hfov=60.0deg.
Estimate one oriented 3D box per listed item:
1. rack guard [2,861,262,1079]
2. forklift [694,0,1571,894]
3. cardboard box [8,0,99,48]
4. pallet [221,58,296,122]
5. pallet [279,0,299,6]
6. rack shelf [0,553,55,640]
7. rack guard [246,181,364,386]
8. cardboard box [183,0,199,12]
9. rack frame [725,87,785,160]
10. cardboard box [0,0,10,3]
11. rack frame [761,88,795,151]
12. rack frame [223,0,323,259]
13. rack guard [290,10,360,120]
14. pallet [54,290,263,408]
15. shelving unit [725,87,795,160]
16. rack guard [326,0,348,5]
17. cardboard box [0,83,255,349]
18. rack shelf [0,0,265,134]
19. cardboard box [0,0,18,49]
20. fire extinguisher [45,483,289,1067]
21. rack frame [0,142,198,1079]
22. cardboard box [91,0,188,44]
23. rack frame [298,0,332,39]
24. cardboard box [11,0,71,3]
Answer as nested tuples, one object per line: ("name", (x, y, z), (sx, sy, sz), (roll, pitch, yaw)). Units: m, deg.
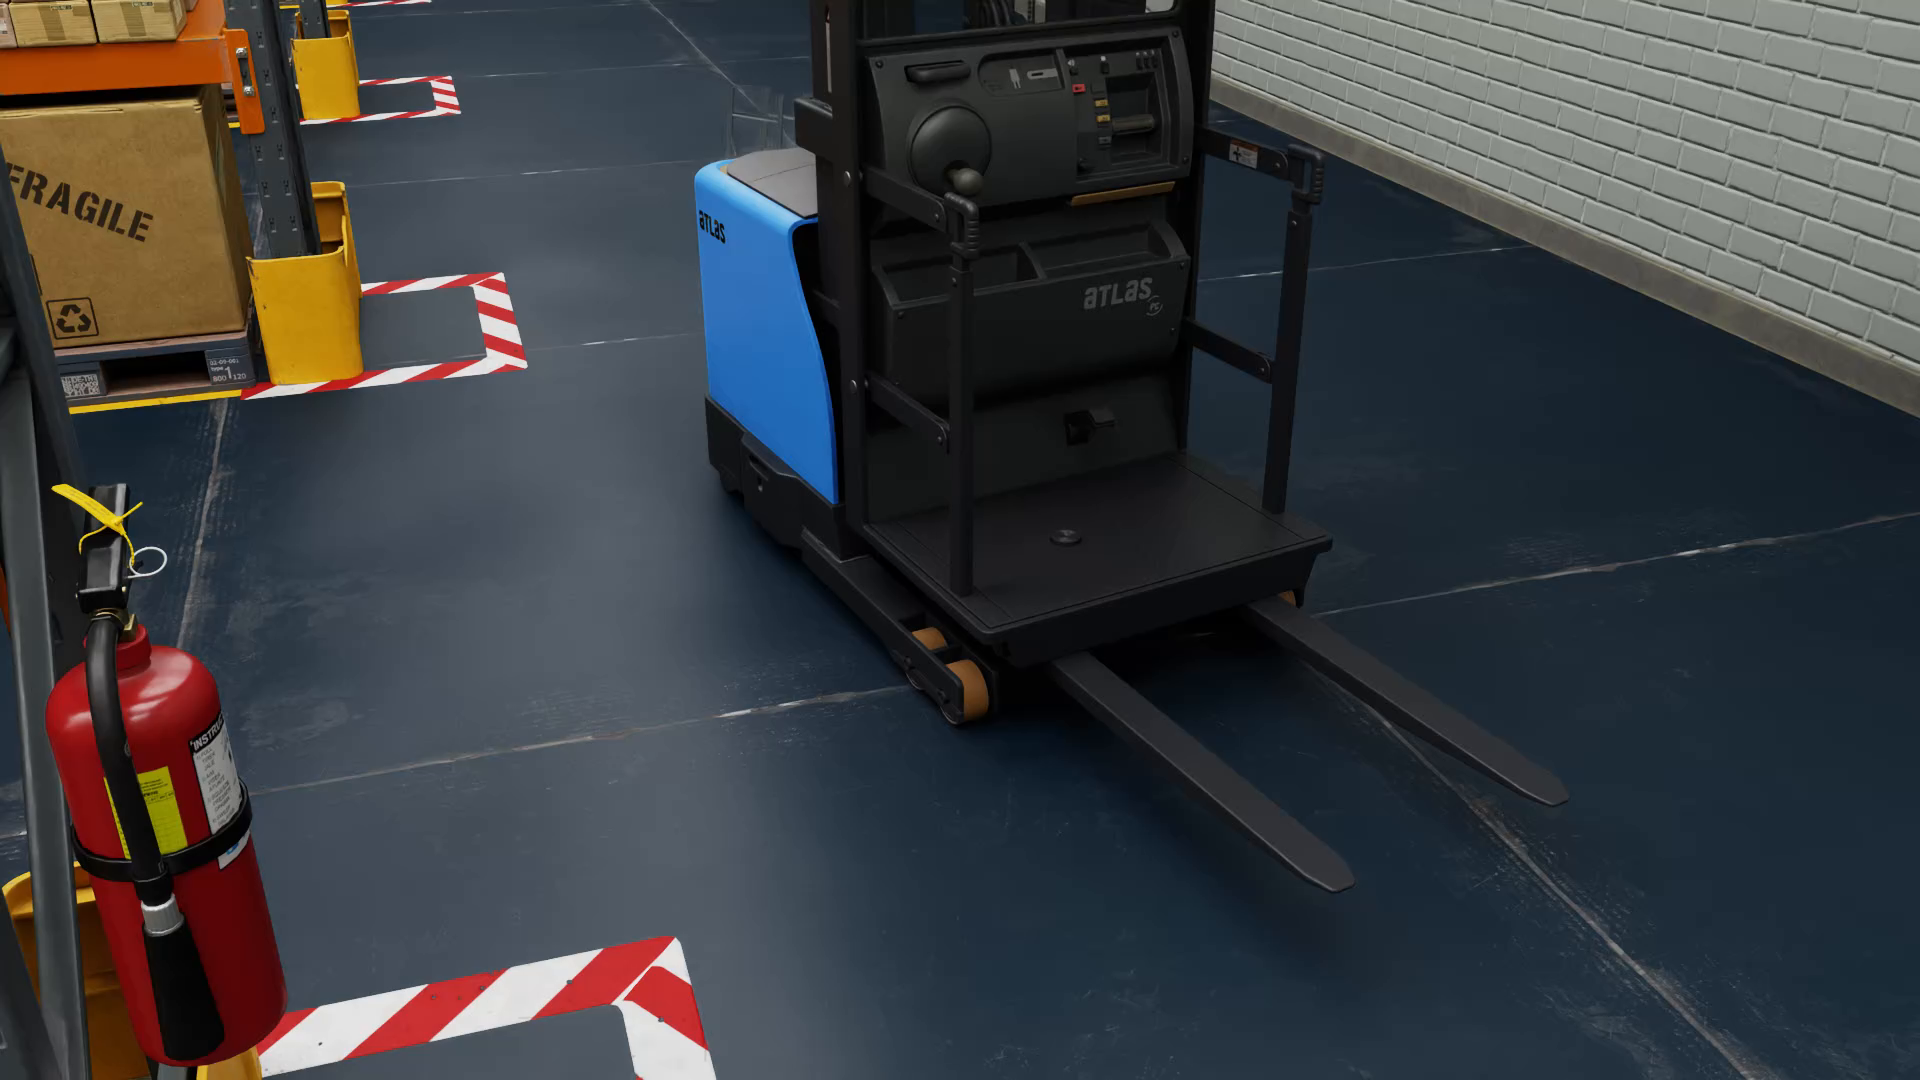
("rack guard", (-1.345, 1.039, 2.595), (0.348, 0.500, 1.175), (-8, 28, -16))
("forklift", (0.305, -1.068, 4.106), (1.130, 2.935, 3.031), (-14, 30, -26))
("cardboard box", (-3.196, -1.865, 5.915), (0.250, 0.149, 0.380), (-8, 27, -16))
("pallet", (-5.043, -2.950, 10.955), (1.213, 0.211, 1.003), (-8, 28, -16))
("pallet", (-6.607, -5.021, 15.127), (1.213, 0.211, 1.003), (-8, 28, -16))
("rack shelf", (-3.175, 0.507, 1.665), (4.000, 0.370, 1.077), (-8, 28, -16))
("rack guard", (-2.690, -1.086, 6.875), (0.348, 0.500, 1.175), (-8, 28, -16))
("cardboard box", (-3.153, -2.180, 6.551), (0.250, 0.149, 0.380), (-8, 27, -16))
("rack frame", (-0.733, -0.920, 5.699), (0.240, 1.200, 0.006), (17, 21, 31))
("cardboard box", (-3.574, -2.020, 5.779), (0.500, 0.250, 0.500), (-9, 28, -17))
("rack frame", (-0.630, -0.957, 5.845), (0.240, 1.200, 0.006), (17, 21, 31))
("rack frame", (-2.713, -2.202, 6.312), (0.127, 3.000, 1.000), (-8, 28, -16))
("rack guard", (-4.228, -3.185, 11.104), (0.348, 0.500, 1.175), (-8, 28, -16))
("pallet", (-3.449, -0.810, 6.644), (1.213, 0.211, 1.003), (-8, 28, -16))
("shelving unit", (-0.682, -0.938, 5.772), (0.258, 1.200, 0.189), (17, 21, 31))
("rack guard", (-5.849, -5.261, 15.285), (0.348, 0.500, 1.175), (-8, 28, -16))
("cardboard box", (-3.297, -1.316, 6.446), (0.875, 0.875, 0.875), (-8, 28, -16))
("rack shelf", (-4.615, -1.604, 5.917), (4.000, 0.370, 1.077), (-8, 28, -16))
("cardboard box", (-3.437, -1.830, 5.846), (0.250, 0.149, 0.380), (-8, 28, -16))
("fire extinguisher", (-0.891, 0.271, 1.837), (0.183, 0.674, 0.296), (-8, 28, -16))
("rack frame", (-1.274, -0.092, 2.063), (0.053, 2.616, 0.949), (-8, 28, -16))
("cardboard box", (-2.950, -1.901, 5.989), (0.250, 0.149, 0.380), (-8, 27, -15))
("rack frame", (-4.247, -4.296, 10.530), (0.127, 3.000, 1.000), (-8, 28, -16))
("cardboard box", (-3.092, -2.089, 5.919), (0.500, 0.250, 0.500), (-9, 28, -17))
